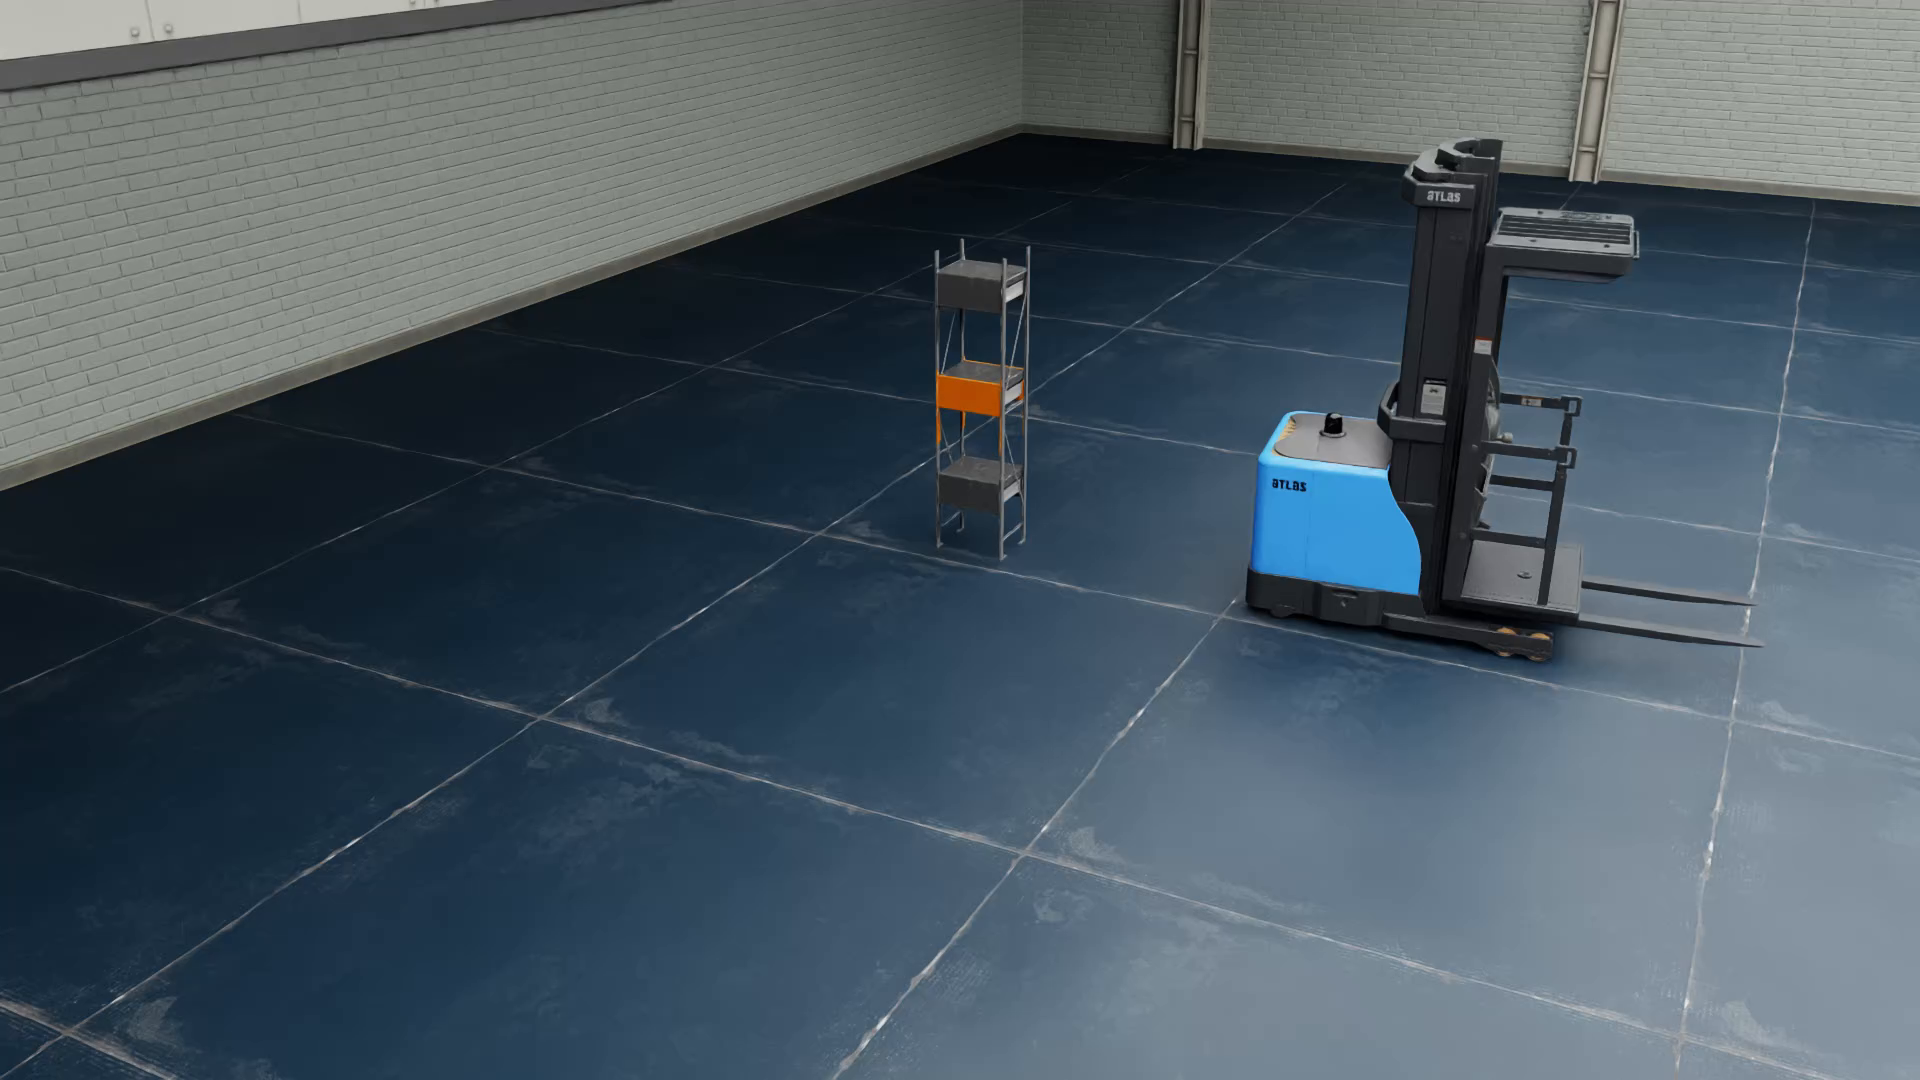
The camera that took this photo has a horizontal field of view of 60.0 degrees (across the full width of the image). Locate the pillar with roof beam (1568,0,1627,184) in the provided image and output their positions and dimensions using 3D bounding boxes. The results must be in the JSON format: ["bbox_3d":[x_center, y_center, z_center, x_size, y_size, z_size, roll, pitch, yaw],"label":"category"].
[{"bbox_3d":[7.025,-7.802,18.597,0.400,9.000,9.100,11,25,25],"label":"pillar with roof beam"}]

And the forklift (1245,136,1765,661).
[{"bbox_3d":[3.401,-0.852,10.007,3.031,2.935,1.130,8,24,19],"label":"forklift"}]

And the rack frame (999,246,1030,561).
[{"bbox_3d":[0.365,-0.894,11.169,0.015,2.100,0.400,11,25,25],"label":"rack frame"}]

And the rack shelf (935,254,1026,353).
[{"bbox_3d":[0.148,-1.569,11.002,0.480,0.518,0.431,11,25,25],"label":"rack shelf"}]

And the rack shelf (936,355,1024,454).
[{"bbox_3d":[0.148,-0.924,11.276,0.480,0.518,0.431,11,25,25],"label":"rack shelf"}]

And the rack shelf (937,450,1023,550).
[{"bbox_3d":[0.148,-0.280,11.550,0.480,0.518,0.431,11,25,25],"label":"rack shelf"}]

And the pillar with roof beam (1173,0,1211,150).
[{"bbox_3d":[1.671,-8.862,21.089,0.400,9.000,9.100,11,25,25],"label":"pillar with roof beam"}]

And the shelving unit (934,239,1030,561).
[{"bbox_3d":[0.148,-0.937,11.270,0.503,2.100,0.431,11,25,25],"label":"shelving unit"}]

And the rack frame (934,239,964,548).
[{"bbox_3d":[-0.070,-0.980,11.372,0.015,2.100,0.400,11,25,25],"label":"rack frame"}]
